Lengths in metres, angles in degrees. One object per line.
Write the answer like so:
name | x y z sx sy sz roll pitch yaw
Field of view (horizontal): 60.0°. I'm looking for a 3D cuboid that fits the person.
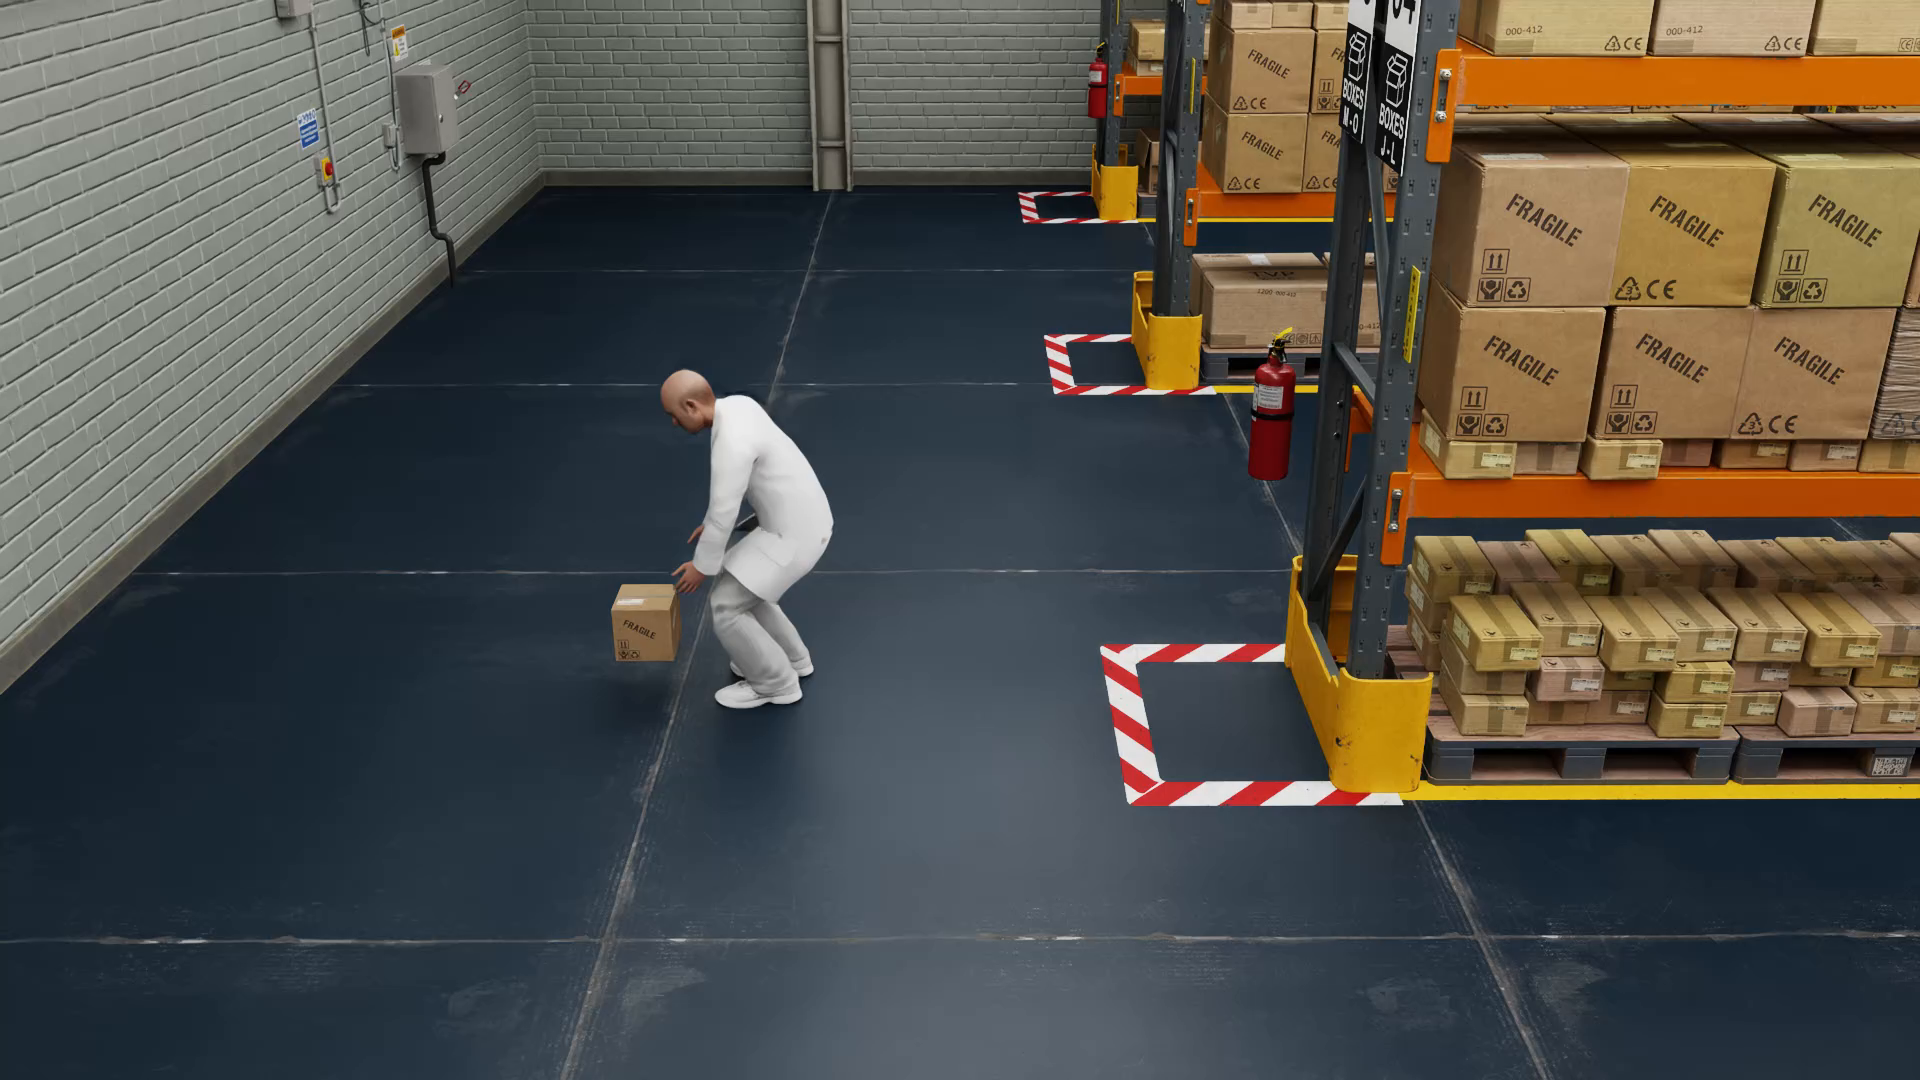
person | -0.919 0.124 7.083 0.821 1.180 0.626 0 24 -1
